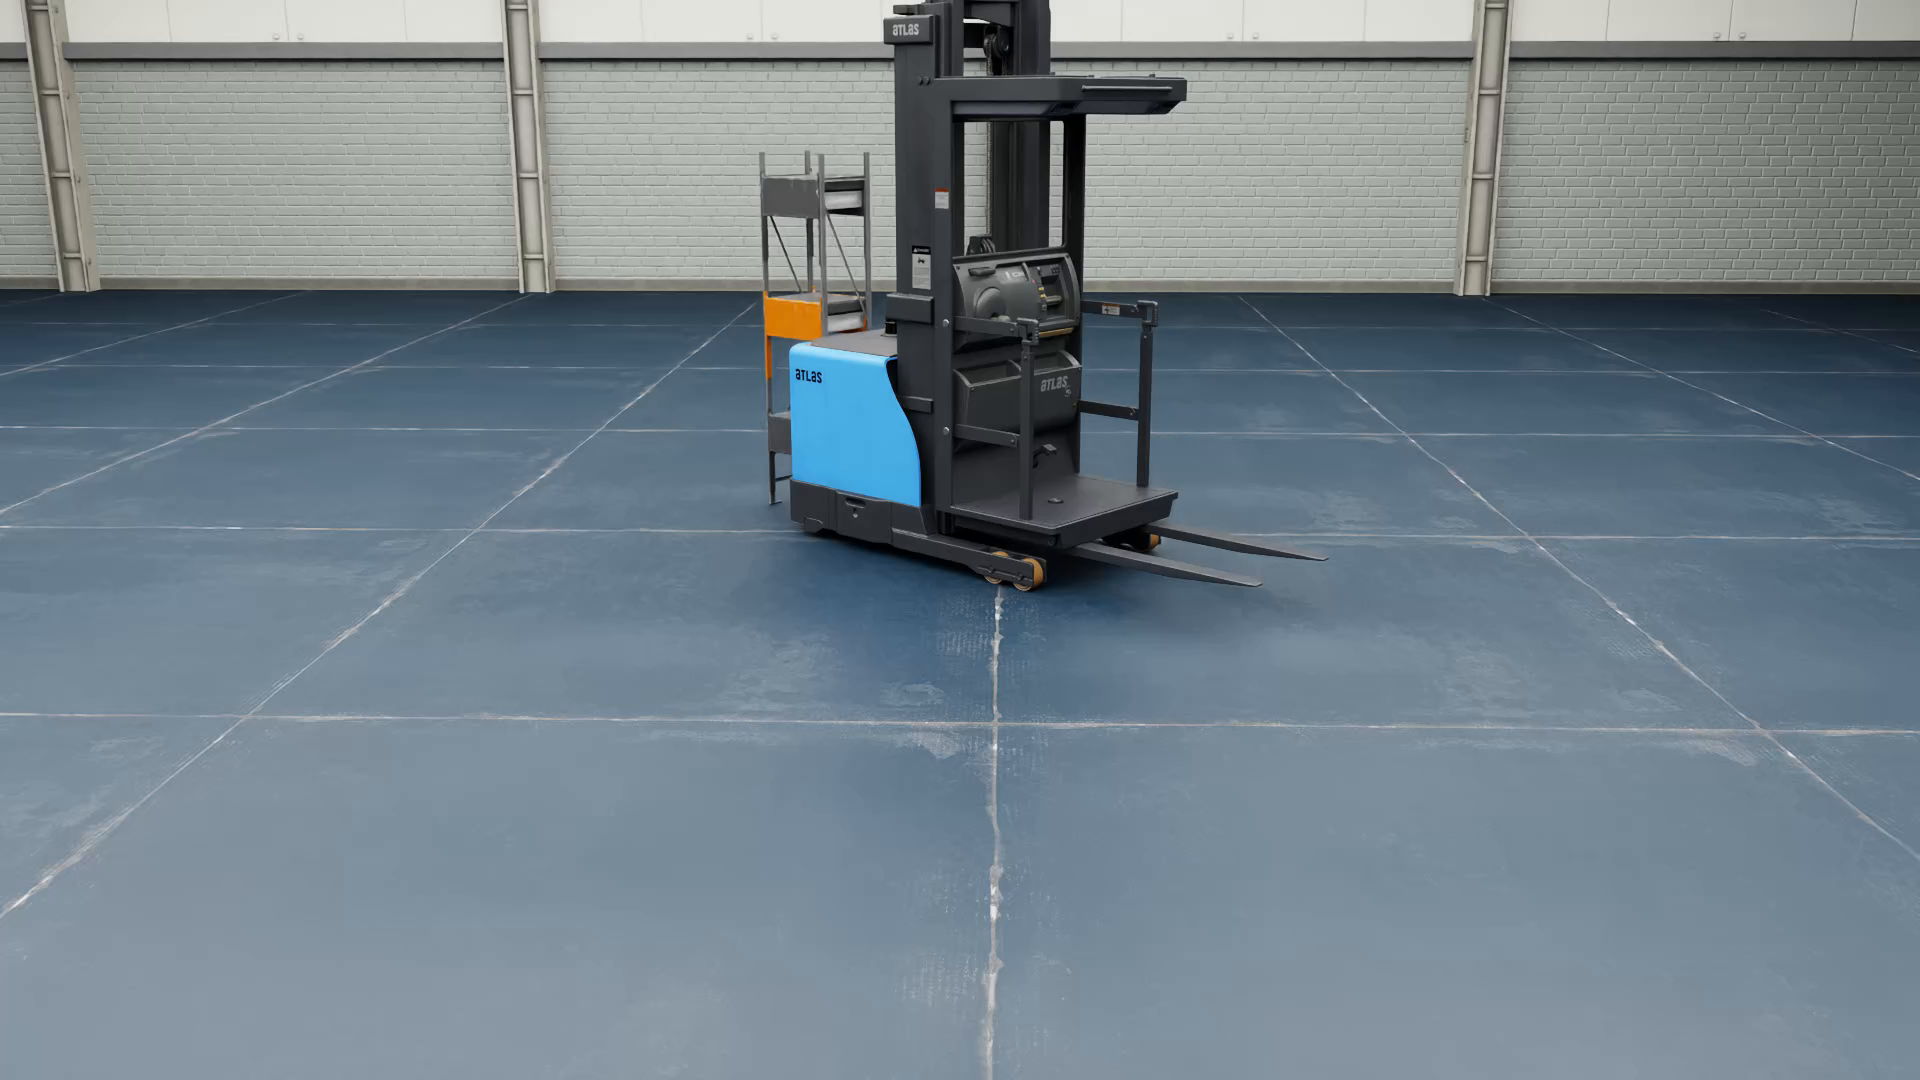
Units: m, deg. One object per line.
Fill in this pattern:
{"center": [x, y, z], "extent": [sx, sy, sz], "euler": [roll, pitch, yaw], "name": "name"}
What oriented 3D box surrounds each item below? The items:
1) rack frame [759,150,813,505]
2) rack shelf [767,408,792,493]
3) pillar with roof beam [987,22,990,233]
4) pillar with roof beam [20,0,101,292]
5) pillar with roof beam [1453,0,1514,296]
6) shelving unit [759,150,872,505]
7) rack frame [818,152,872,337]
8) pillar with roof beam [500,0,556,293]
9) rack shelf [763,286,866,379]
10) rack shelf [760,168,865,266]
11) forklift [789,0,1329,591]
{"center": [-1.028, -1.269, 10.033], "extent": [0.015, 2.100, 0.400], "euler": [12, 19, 39], "name": "rack frame"}
{"center": [-0.843, -0.538, 10.060], "extent": [0.480, 0.518, 0.431], "euler": [12, 19, 39], "name": "rack shelf"}
{"center": [0.422, -6.433, 16.083], "extent": [0.400, 9.000, 9.100], "euler": [0, 15, 1], "name": "pillar with roof beam"}
{"center": [-11.574, -6.511, 16.379], "extent": [0.400, 9.000, 9.100], "euler": [0, 15, 1], "name": "pillar with roof beam"}
{"center": [6.420, -6.394, 15.935], "extent": [0.400, 9.000, 9.100], "euler": [0, 15, 1], "name": "pillar with roof beam"}
{"center": [-0.843, -1.228, 9.879], "extent": [0.503, 2.100, 0.431], "euler": [12, 19, 39], "name": "shelving unit"}
{"center": [-0.659, -1.188, 9.724], "extent": [0.015, 2.100, 0.400], "euler": [12, 19, 39], "name": "rack frame"}
{"center": [-5.576, -6.472, 16.231], "extent": [0.400, 9.000, 9.100], "euler": [0, 15, 1], "name": "pillar with roof beam"}
{"center": [-0.843, -1.215, 9.882], "extent": [0.480, 0.518, 0.431], "euler": [12, 19, 39], "name": "rack shelf"}
{"center": [-0.844, -1.892, 9.704], "extent": [0.480, 0.518, 0.431], "euler": [12, 19, 39], "name": "rack shelf"}
{"center": [0.463, -1.311, 8.563], "extent": [3.031, 2.935, 1.130], "euler": [13, 20, 40], "name": "forklift"}
